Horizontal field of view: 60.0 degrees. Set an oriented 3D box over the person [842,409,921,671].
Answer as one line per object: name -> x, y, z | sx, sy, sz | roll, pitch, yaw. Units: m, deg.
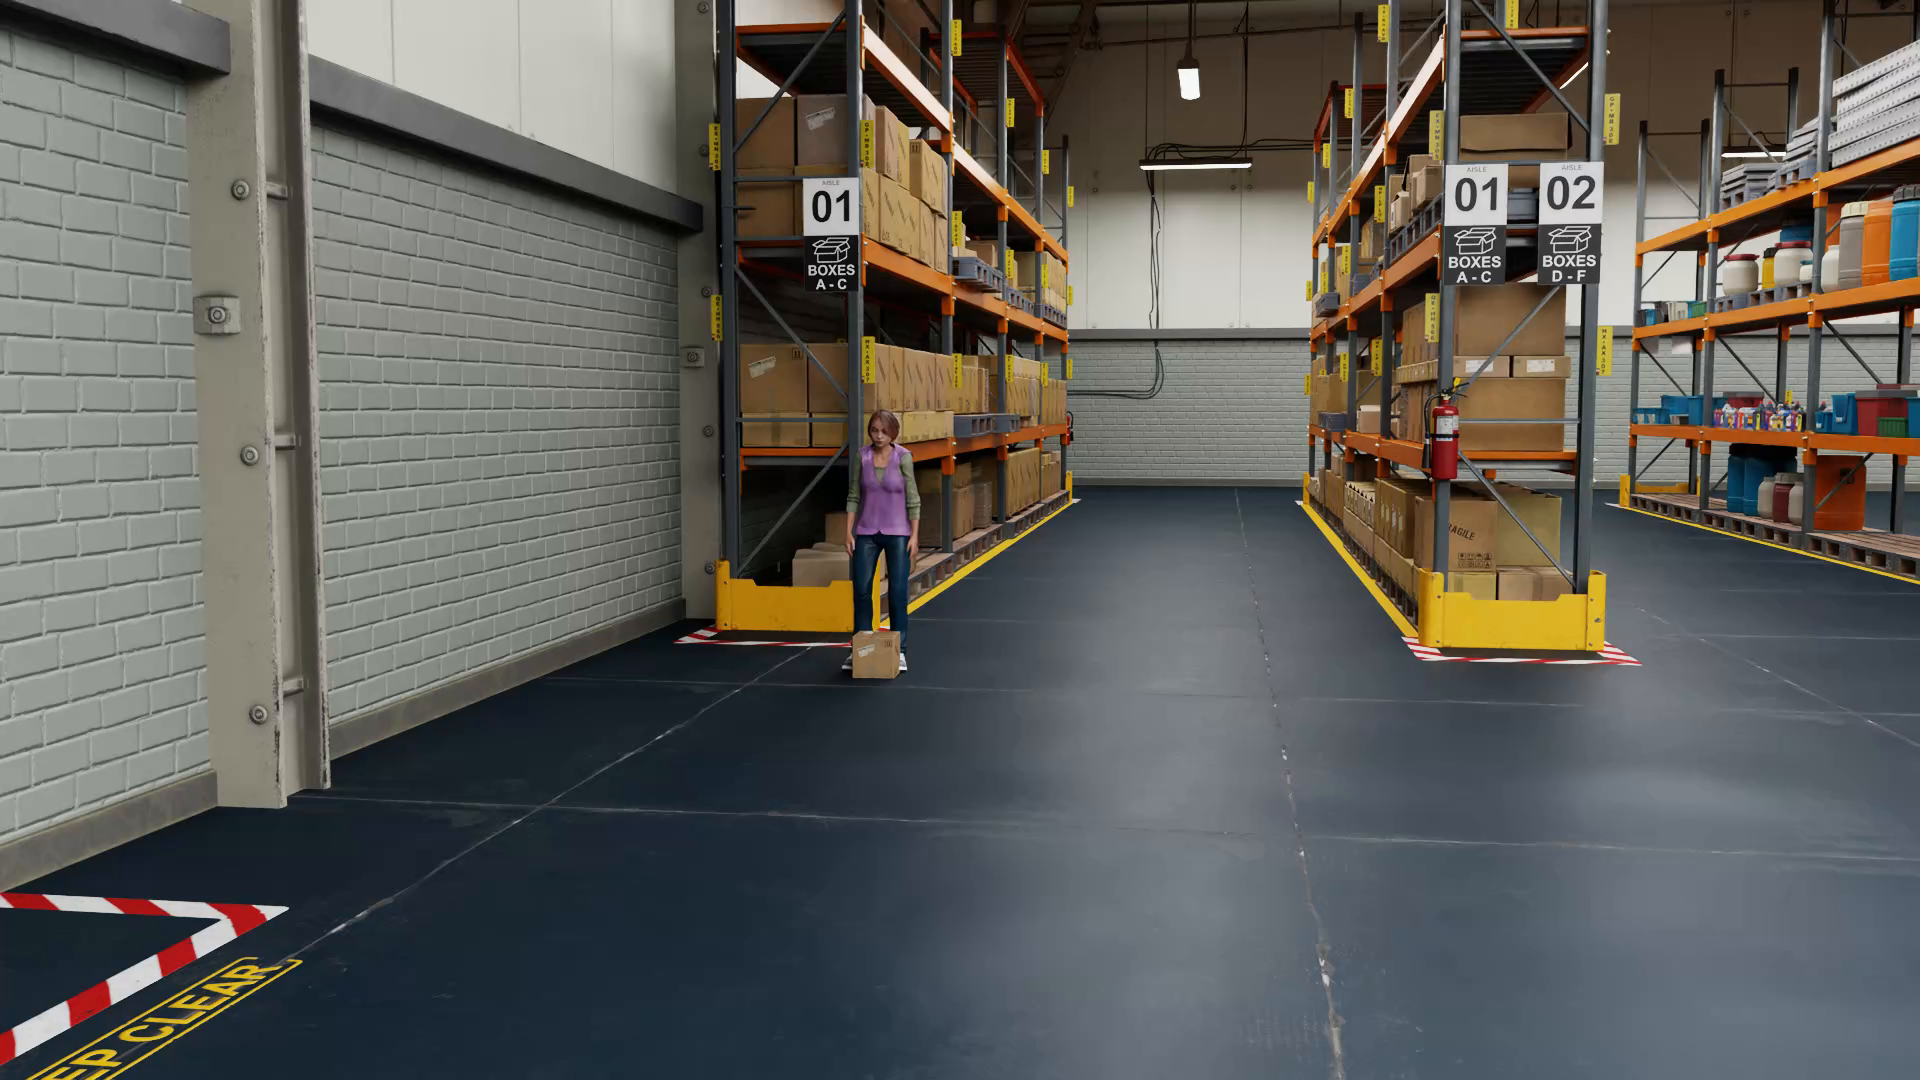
person -> -0.474, -0.001, 10.148 | 0.467, 1.592, 0.350 | 1, 5, 8
